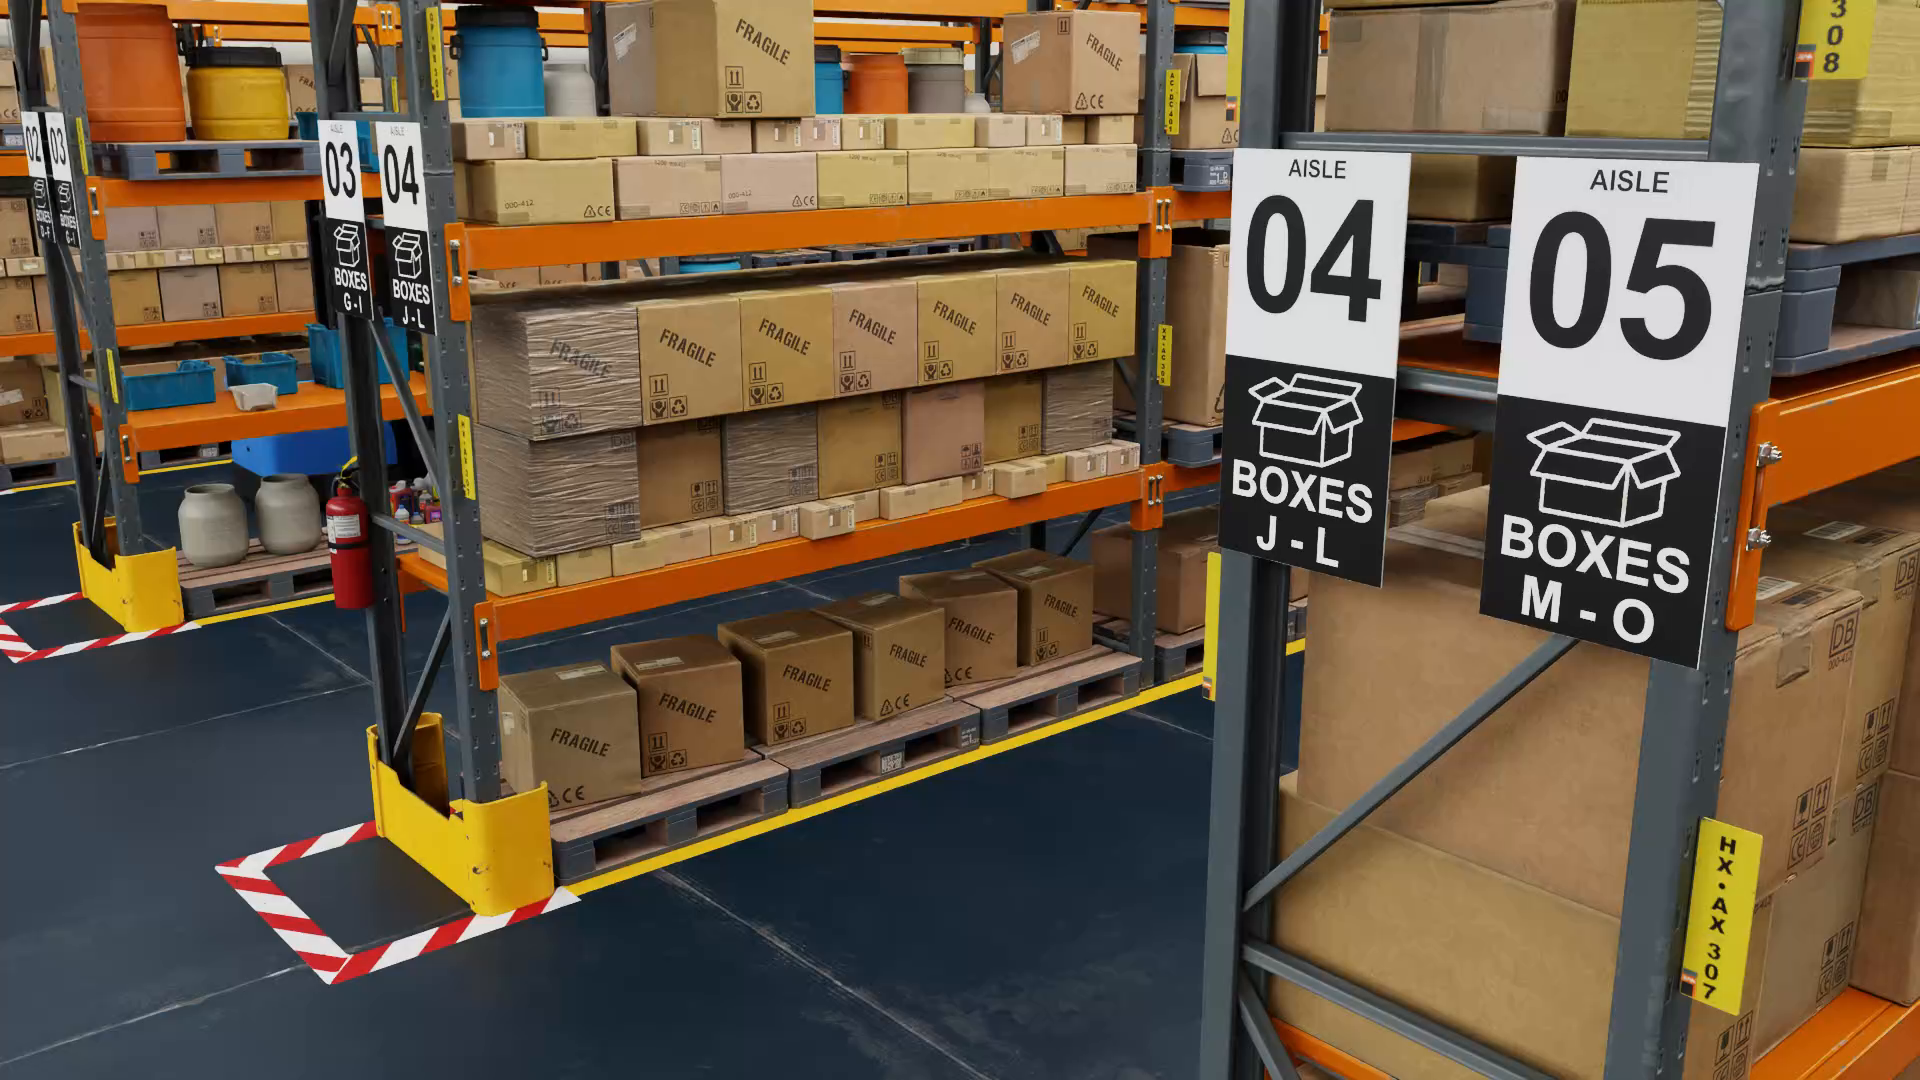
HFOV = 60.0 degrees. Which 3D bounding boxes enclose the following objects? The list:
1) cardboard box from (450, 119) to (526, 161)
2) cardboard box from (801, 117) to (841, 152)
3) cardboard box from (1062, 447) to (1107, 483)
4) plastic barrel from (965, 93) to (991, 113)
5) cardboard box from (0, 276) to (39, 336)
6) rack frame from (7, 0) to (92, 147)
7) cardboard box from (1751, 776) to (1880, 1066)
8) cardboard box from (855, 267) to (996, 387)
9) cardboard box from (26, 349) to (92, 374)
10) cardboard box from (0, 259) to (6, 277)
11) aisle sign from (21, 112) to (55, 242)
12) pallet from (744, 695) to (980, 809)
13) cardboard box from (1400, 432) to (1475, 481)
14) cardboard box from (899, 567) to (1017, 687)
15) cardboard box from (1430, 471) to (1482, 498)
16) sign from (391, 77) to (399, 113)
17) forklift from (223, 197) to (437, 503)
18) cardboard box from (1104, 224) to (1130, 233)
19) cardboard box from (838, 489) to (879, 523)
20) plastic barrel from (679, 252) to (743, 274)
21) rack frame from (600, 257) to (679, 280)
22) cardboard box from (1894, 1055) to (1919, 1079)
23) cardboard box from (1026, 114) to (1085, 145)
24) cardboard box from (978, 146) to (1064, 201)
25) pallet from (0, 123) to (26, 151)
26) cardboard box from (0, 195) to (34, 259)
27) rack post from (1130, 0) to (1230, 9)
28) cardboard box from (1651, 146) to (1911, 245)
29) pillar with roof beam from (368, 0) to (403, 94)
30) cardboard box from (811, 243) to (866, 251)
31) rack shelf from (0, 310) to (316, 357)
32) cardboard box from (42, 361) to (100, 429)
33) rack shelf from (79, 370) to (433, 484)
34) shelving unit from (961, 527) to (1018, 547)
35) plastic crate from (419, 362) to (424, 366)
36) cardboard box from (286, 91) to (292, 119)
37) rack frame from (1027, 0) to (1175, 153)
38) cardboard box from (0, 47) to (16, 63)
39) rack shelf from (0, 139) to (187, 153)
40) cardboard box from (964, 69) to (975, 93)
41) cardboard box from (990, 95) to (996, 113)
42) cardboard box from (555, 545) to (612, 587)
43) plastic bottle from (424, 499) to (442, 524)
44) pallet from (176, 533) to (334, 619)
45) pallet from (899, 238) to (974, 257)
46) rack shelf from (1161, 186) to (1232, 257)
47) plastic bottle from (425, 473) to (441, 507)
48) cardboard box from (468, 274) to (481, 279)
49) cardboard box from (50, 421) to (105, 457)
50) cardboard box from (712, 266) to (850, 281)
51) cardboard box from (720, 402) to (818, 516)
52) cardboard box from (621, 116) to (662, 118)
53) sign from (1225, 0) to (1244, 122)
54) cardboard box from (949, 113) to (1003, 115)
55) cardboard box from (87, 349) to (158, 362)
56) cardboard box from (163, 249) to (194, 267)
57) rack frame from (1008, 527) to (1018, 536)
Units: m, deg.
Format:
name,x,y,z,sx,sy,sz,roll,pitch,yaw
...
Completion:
name,x,y,z,sx,sy,sz,roll,pitch,yaw
cardboard box,-1.916,-1.580,6.559,0.250,0.149,0.380,-13,20,-40
cardboard box,-0.755,-1.845,7.552,0.250,0.149,0.380,-13,20,-40
cardboard box,0.578,-0.431,9.040,0.250,0.149,0.380,-13,19,-39
plastic barrel,0.073,-3.839,15.281,0.421,0.512,0.421,0,15,0
cardboard box,-8.415,-2.063,14.469,0.500,0.500,0.700,-13,19,-39
rack frame,-5.527,-3.872,9.808,0.127,3.000,1.000,-13,19,-39
cardboard box,1.555,0.732,3.907,0.550,0.550,0.875,-13,19,-39
cardboard box,-0.171,-1.063,8.209,0.500,0.500,0.500,-13,19,-39
cardboard box,-10.433,-2.218,19.232,0.500,0.500,0.700,-14,21,-43
cardboard box,-8.338,-2.325,14.190,0.250,0.149,0.380,-13,20,-40
aisle sign,-5.776,-2.275,10.418,0.004,0.787,0.394,-13,19,-39
pallet,-0.662,0.989,8.640,1.213,0.211,1.003,-13,19,-39
cardboard box,3.274,-0.612,11.768,0.500,0.250,0.500,-12,19,-37
cardboard box,-0.013,0.476,9.184,0.500,0.500,0.500,-6,16,-22
cardboard box,3.267,-0.252,11.872,0.500,0.500,0.700,-14,20,-42
sign,-5.393,-4.246,15.864,0.005,0.325,0.100,-13,19,-39
forklift,-4.696,-1.937,14.321,3.031,2.935,1.130,-12,19,-38
cardboard box,1.986,-4.311,22.883,0.500,0.500,0.500,-13,20,-40
cardboard box,-0.607,-0.193,8.148,0.250,0.149,0.380,-13,19,-39
plastic barrel,-2.019,-1.900,13.079,0.708,0.901,0.600,-13,19,-39
rack frame,-2.509,-1.651,13.119,0.127,3.000,1.000,-13,19,-39
cardboard box,2.035,1.520,4.551,0.875,0.875,0.875,-13,20,-40
cardboard box,0.425,-2.117,8.570,0.250,0.149,0.380,-12,19,-39
cardboard box,0.168,-1.849,8.339,0.500,0.250,0.500,-12,19,-38
pallet,-8.225,-3.460,14.249,1.213,0.211,1.003,-13,19,-39
cardboard box,-8.375,-2.699,14.335,0.500,0.500,0.700,-13,19,-39
rack post,2.082,-5.296,16.107,0.954,0.300,0.937,-10,18,-33
cardboard box,1.373,-0.601,2.855,0.250,0.149,0.380,-12,19,-39
pillar with roof beam,-4.718,-6.266,18.771,0.400,9.000,9.100,-13,19,-39
cardboard box,-1.524,-3.791,20.124,0.500,0.500,0.700,-9,17,-29
rack shelf,-7.267,-1.930,15.556,4.000,0.370,1.077,-13,19,-39
cardboard box,-7.849,-1.308,14.895,0.500,0.500,0.500,-13,19,-39
rack shelf,-4.018,-0.965,11.944,4.000,0.370,1.077,-13,19,-39
shelving unit,0.125,-1.042,12.584,0.503,2.100,0.431,-13,19,-39
plastic crate,-3.568,-1.199,11.939,0.437,0.136,0.530,-13,19,-39
cardboard box,-6.719,-4.167,15.814,0.500,0.311,0.500,-14,20,-42
rack frame,0.742,-3.585,8.735,0.127,3.000,1.000,-13,19,-39
cardboard box,-10.702,-5.274,18.699,0.500,0.500,0.500,-13,20,-39
rack shelf,-10.522,-4.343,18.777,4.000,0.370,1.077,-13,19,-39
cardboard box,-0.152,-5.649,21.072,0.600,0.600,0.600,14,20,42
cardboard box,0.465,-5.725,21.879,0.500,0.250,0.500,-13,19,-39
cardboard box,-1.703,0.072,7.157,0.250,0.149,0.380,-13,19,-39
plastic bottle,-3.772,-0.155,11.929,0.133,0.283,0.061,-12,19,-38
pallet,-4.884,0.215,11.536,1.213,0.211,1.003,-13,19,-39
pallet,-0.398,-3.765,21.403,1.213,0.211,1.003,-13,19,-39
rack shelf,2.251,-2.127,10.483,4.000,0.370,1.077,-13,19,-39
plastic bottle,-3.994,-0.393,12.688,0.185,0.351,0.144,-12,19,-37
cardboard box,-5.215,-2.736,17.441,0.258,0.266,0.396,-13,20,-41
cardboard box,-7.850,-0.946,14.993,0.500,0.250,0.500,-13,19,-39
cardboard box,-0.888,-1.079,8.269,0.500,0.500,0.500,-13,19,-39
cardboard box,-1.139,-0.474,7.940,0.500,0.500,0.875,-13,19,-39
cardboard box,-1.421,-1.840,7.533,0.250,0.149,0.380,-12,19,-39
sign,0.558,-0.973,3.207,0.005,0.325,0.100,-13,19,-39
cardboard box,0.138,-2.203,8.890,0.250,0.149,0.380,-14,20,-42
cardboard box,-7.822,-1.496,15.601,0.500,0.500,0.500,-13,19,-39
cardboard box,-7.178,-2.585,15.164,0.250,0.149,0.380,-12,19,-39
rack frame,0.309,-1.084,12.739,0.015,2.100,0.400,-13,19,-39
